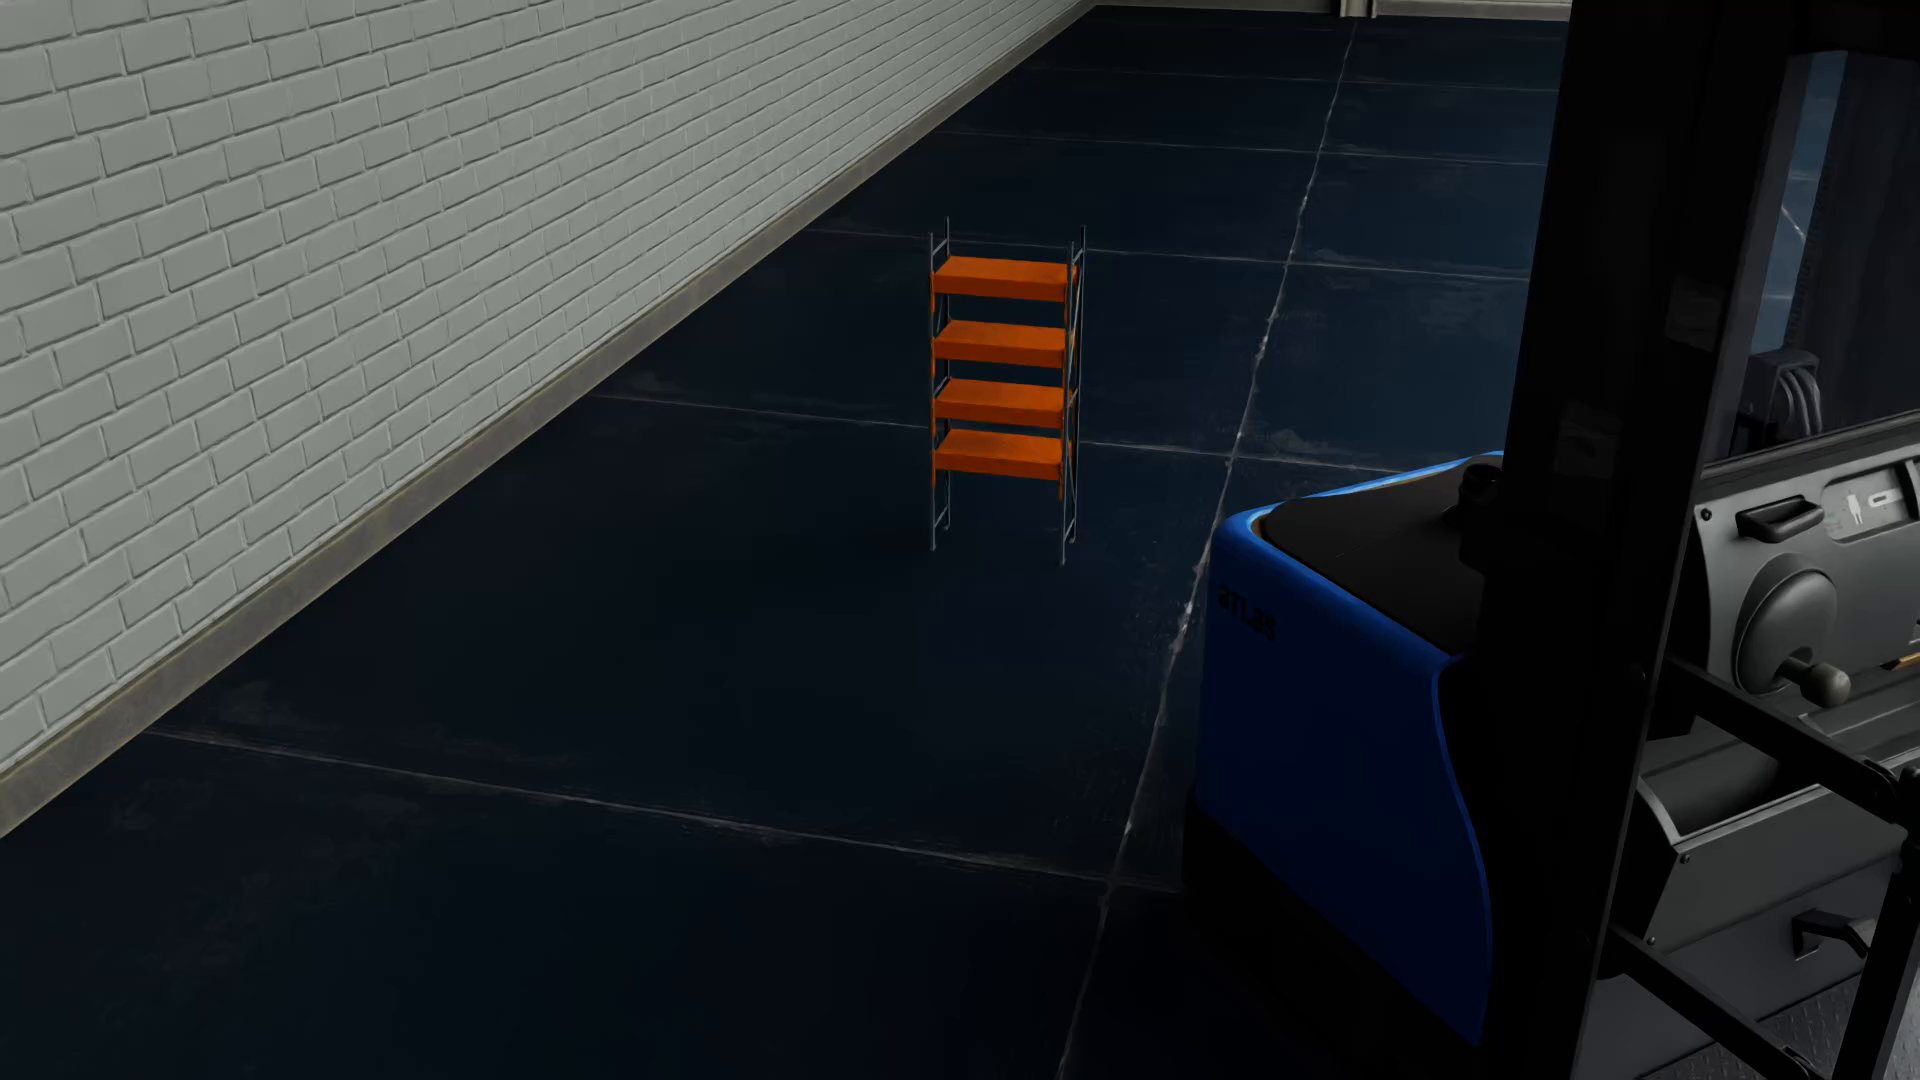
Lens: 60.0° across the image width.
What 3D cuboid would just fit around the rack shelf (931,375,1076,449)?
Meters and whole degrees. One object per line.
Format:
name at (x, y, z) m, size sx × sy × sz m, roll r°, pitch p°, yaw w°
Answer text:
rack shelf at (0.160, -0.463, 5.984) m, size 0.480 × 0.148 × 0.258 m, roll 6°, pitch 26°, yaw 13°

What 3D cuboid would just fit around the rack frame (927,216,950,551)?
rack frame at (-0.076, -0.550, 6.010) m, size 0.015 × 1.200 × 0.240 m, roll 6°, pitch 26°, yaw 13°

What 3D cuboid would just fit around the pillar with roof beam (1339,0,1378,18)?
pillar with roof beam at (3.361, -8.111, 12.819) m, size 0.400 × 9.000 × 9.100 m, roll 6°, pitch 26°, yaw 13°

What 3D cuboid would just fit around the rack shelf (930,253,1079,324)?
rack shelf at (0.160, -0.879, 5.786) m, size 0.480 × 0.148 × 0.258 m, roll 6°, pitch 26°, yaw 13°

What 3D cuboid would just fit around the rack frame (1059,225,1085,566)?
rack frame at (0.397, -0.498, 5.900) m, size 0.015 × 1.200 × 0.240 m, roll 6°, pitch 26°, yaw 13°

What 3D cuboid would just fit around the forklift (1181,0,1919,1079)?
forklift at (1.704, 0.055, 2.726) m, size 1.130 × 2.935 × 3.031 m, roll -13°, pitch 28°, yaw -25°

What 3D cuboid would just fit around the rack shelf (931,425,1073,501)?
rack shelf at (0.160, -0.284, 6.069) m, size 0.480 × 0.148 × 0.258 m, roll 6°, pitch 26°, yaw 13°

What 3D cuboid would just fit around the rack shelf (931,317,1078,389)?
rack shelf at (0.160, -0.665, 5.888) m, size 0.480 × 0.148 × 0.258 m, roll 6°, pitch 26°, yaw 13°

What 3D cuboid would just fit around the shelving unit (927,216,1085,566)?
shelving unit at (0.160, -0.524, 5.955) m, size 0.503 × 1.200 × 0.258 m, roll 6°, pitch 26°, yaw 13°
